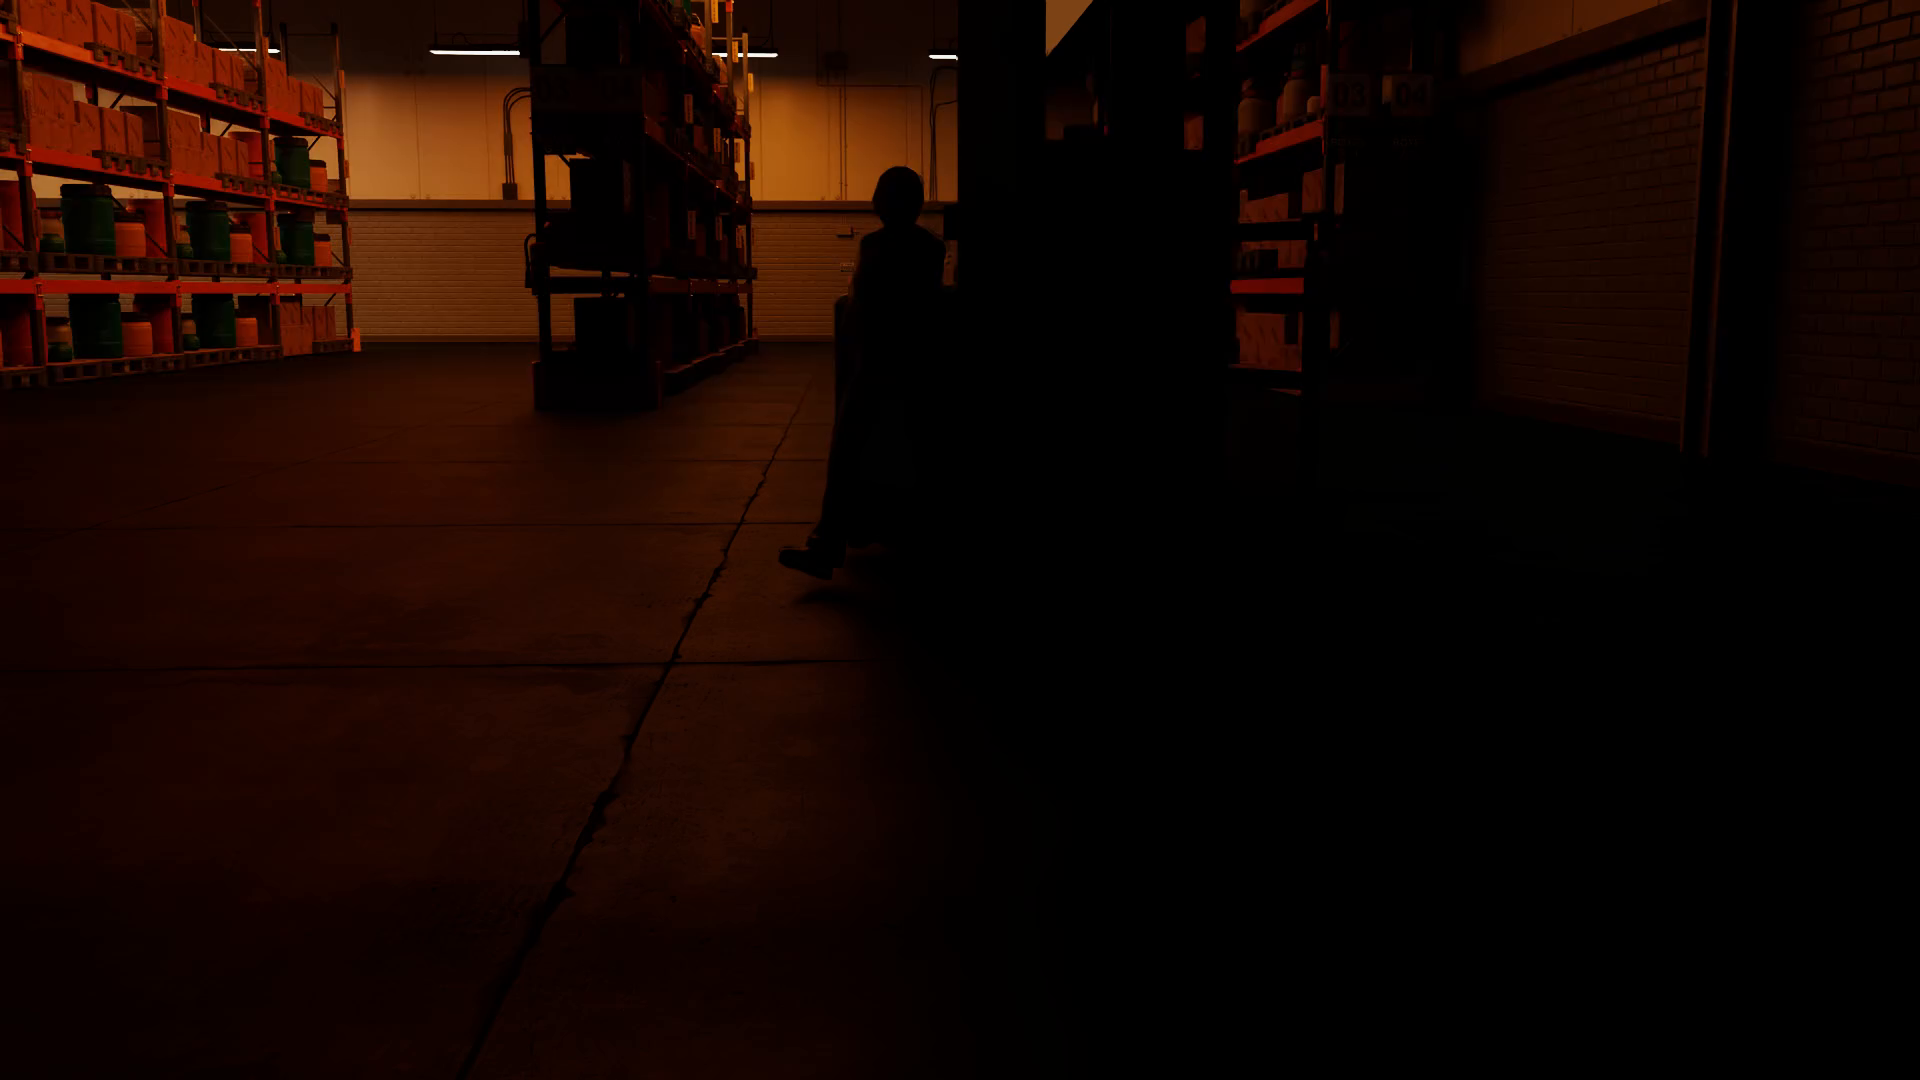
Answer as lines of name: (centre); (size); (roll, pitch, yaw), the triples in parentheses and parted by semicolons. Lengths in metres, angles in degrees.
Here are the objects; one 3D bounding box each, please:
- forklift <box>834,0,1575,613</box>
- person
forklift: (0.739, -1.282, 5.965); (1.130, 2.935, 3.031); (-6, 10, -36)
person: (-0.320, -0.603, 6.241); (0.560, 1.569, 0.830); (5, 10, 30)
